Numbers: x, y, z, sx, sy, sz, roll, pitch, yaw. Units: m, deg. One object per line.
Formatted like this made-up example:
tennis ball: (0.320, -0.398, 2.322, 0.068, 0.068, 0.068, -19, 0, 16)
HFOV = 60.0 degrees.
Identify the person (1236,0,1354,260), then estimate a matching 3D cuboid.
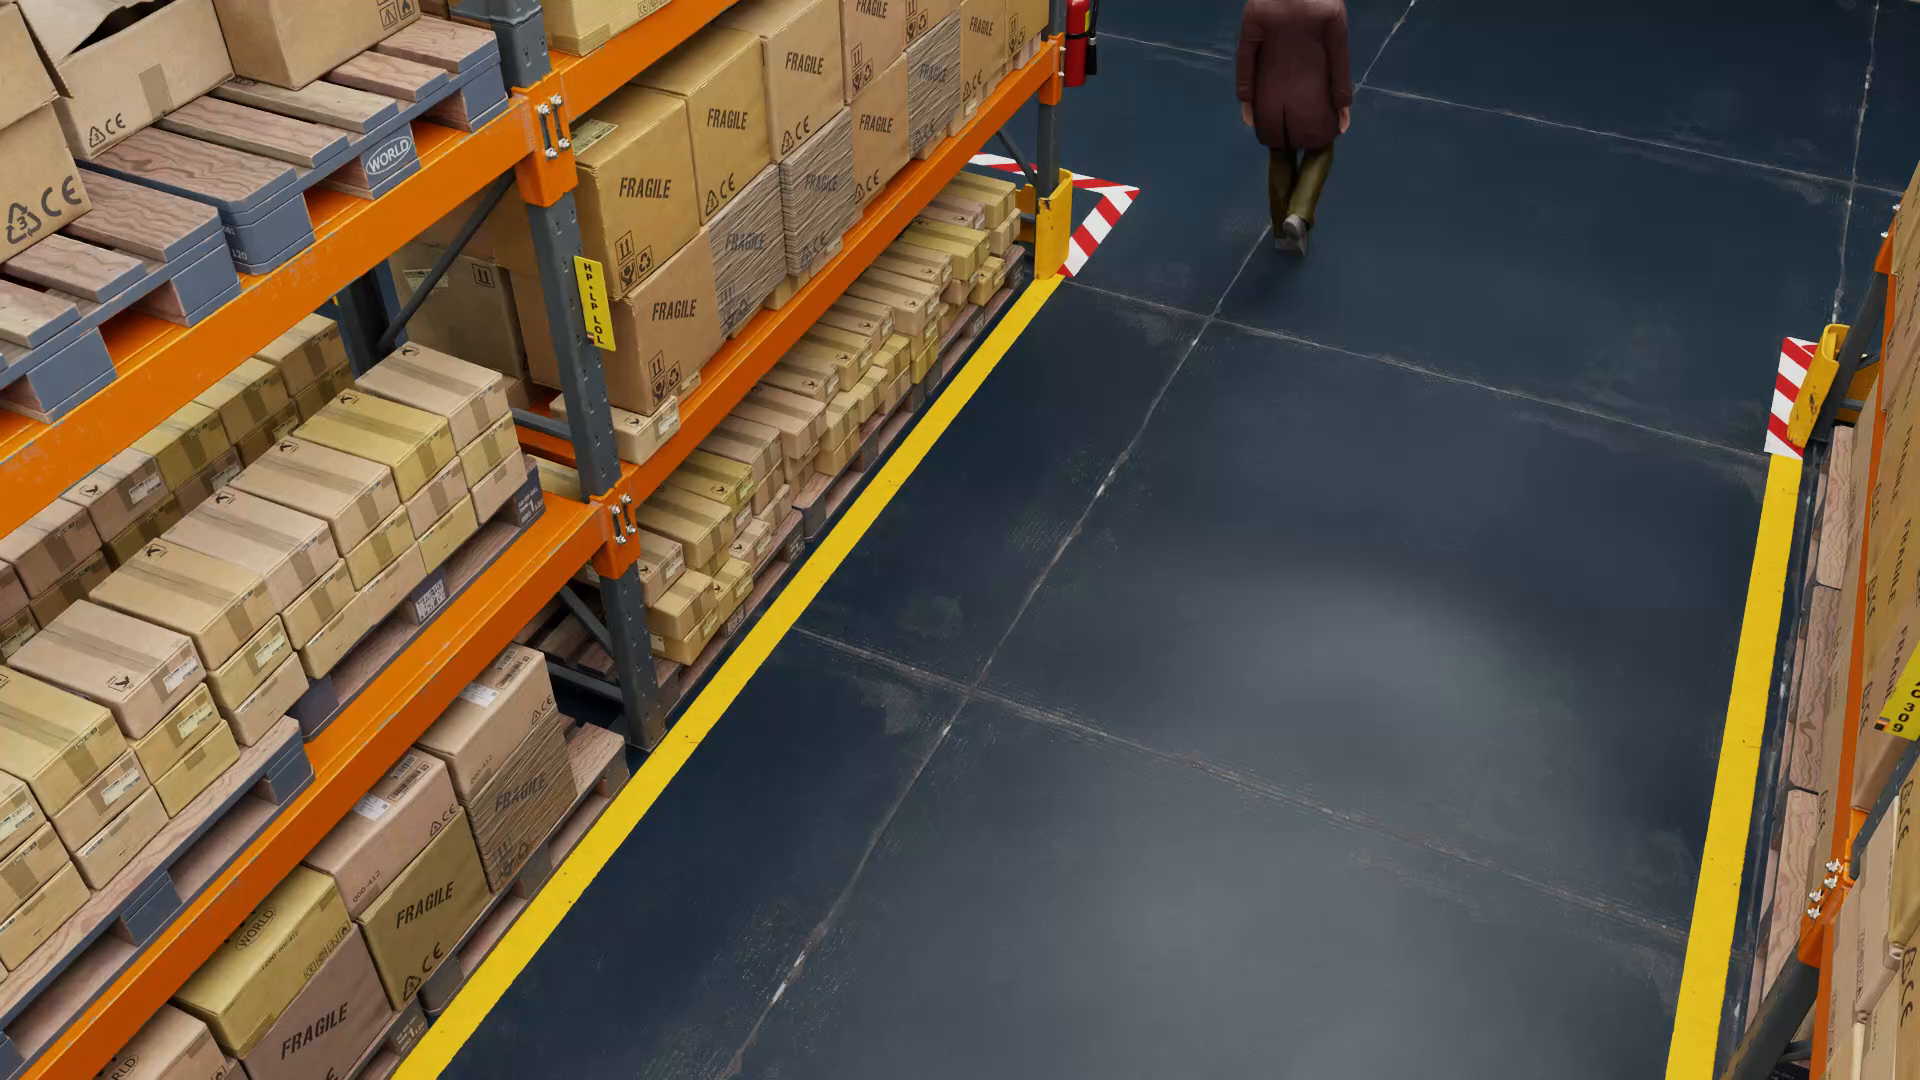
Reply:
person: (1.750, -2.313, 8.763, 0.627, 1.754, 0.637, 13, 43, 15)
